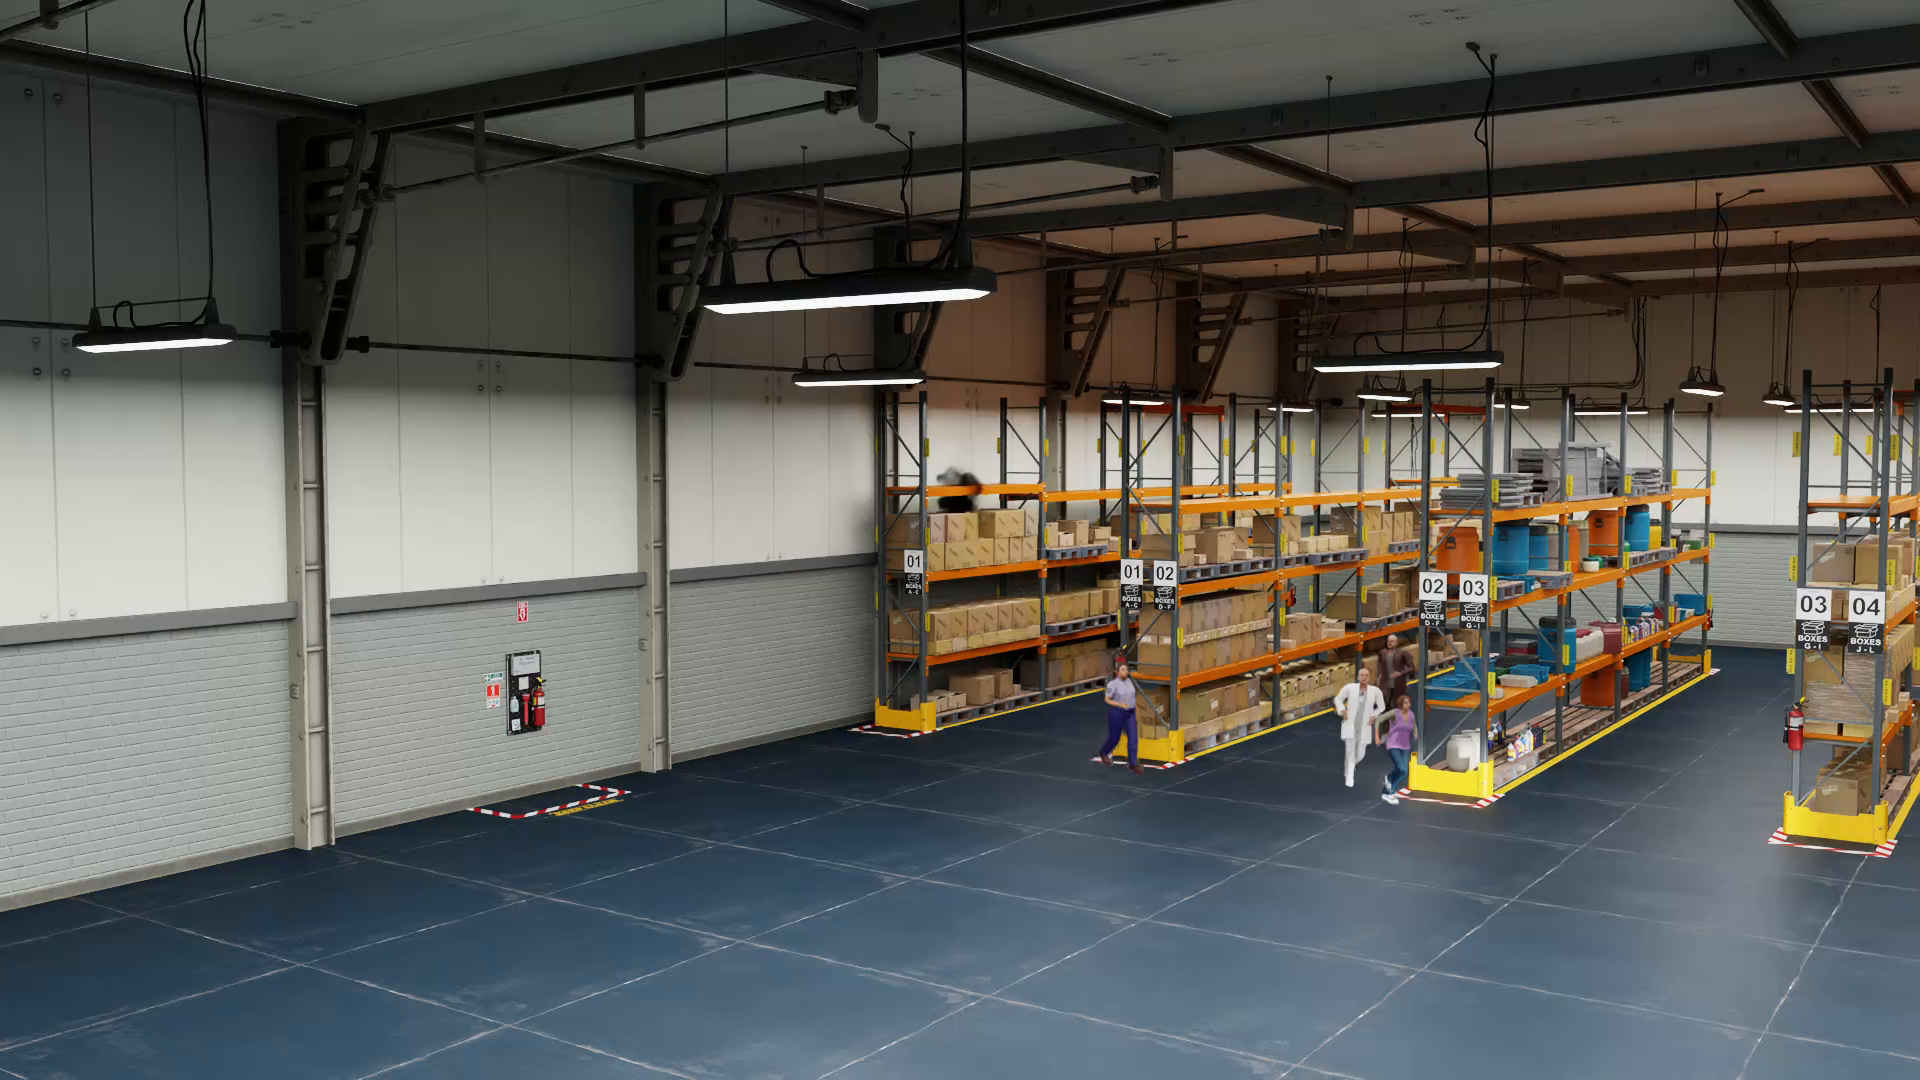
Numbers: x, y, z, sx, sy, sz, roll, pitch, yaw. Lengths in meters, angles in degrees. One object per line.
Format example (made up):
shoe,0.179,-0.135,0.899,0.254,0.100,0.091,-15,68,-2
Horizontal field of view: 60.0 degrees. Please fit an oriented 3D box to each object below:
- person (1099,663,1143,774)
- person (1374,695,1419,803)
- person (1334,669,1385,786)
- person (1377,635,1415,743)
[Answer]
person,2.451,2.673,25.170,0.621,1.635,0.930,-2,4,-30
person,6.154,2.933,23.277,0.570,1.547,0.624,-1,3,-19
person,5.964,2.778,24.840,0.749,1.737,0.655,1,3,11
person,7.459,2.530,28.496,0.695,1.837,0.893,2,4,30
